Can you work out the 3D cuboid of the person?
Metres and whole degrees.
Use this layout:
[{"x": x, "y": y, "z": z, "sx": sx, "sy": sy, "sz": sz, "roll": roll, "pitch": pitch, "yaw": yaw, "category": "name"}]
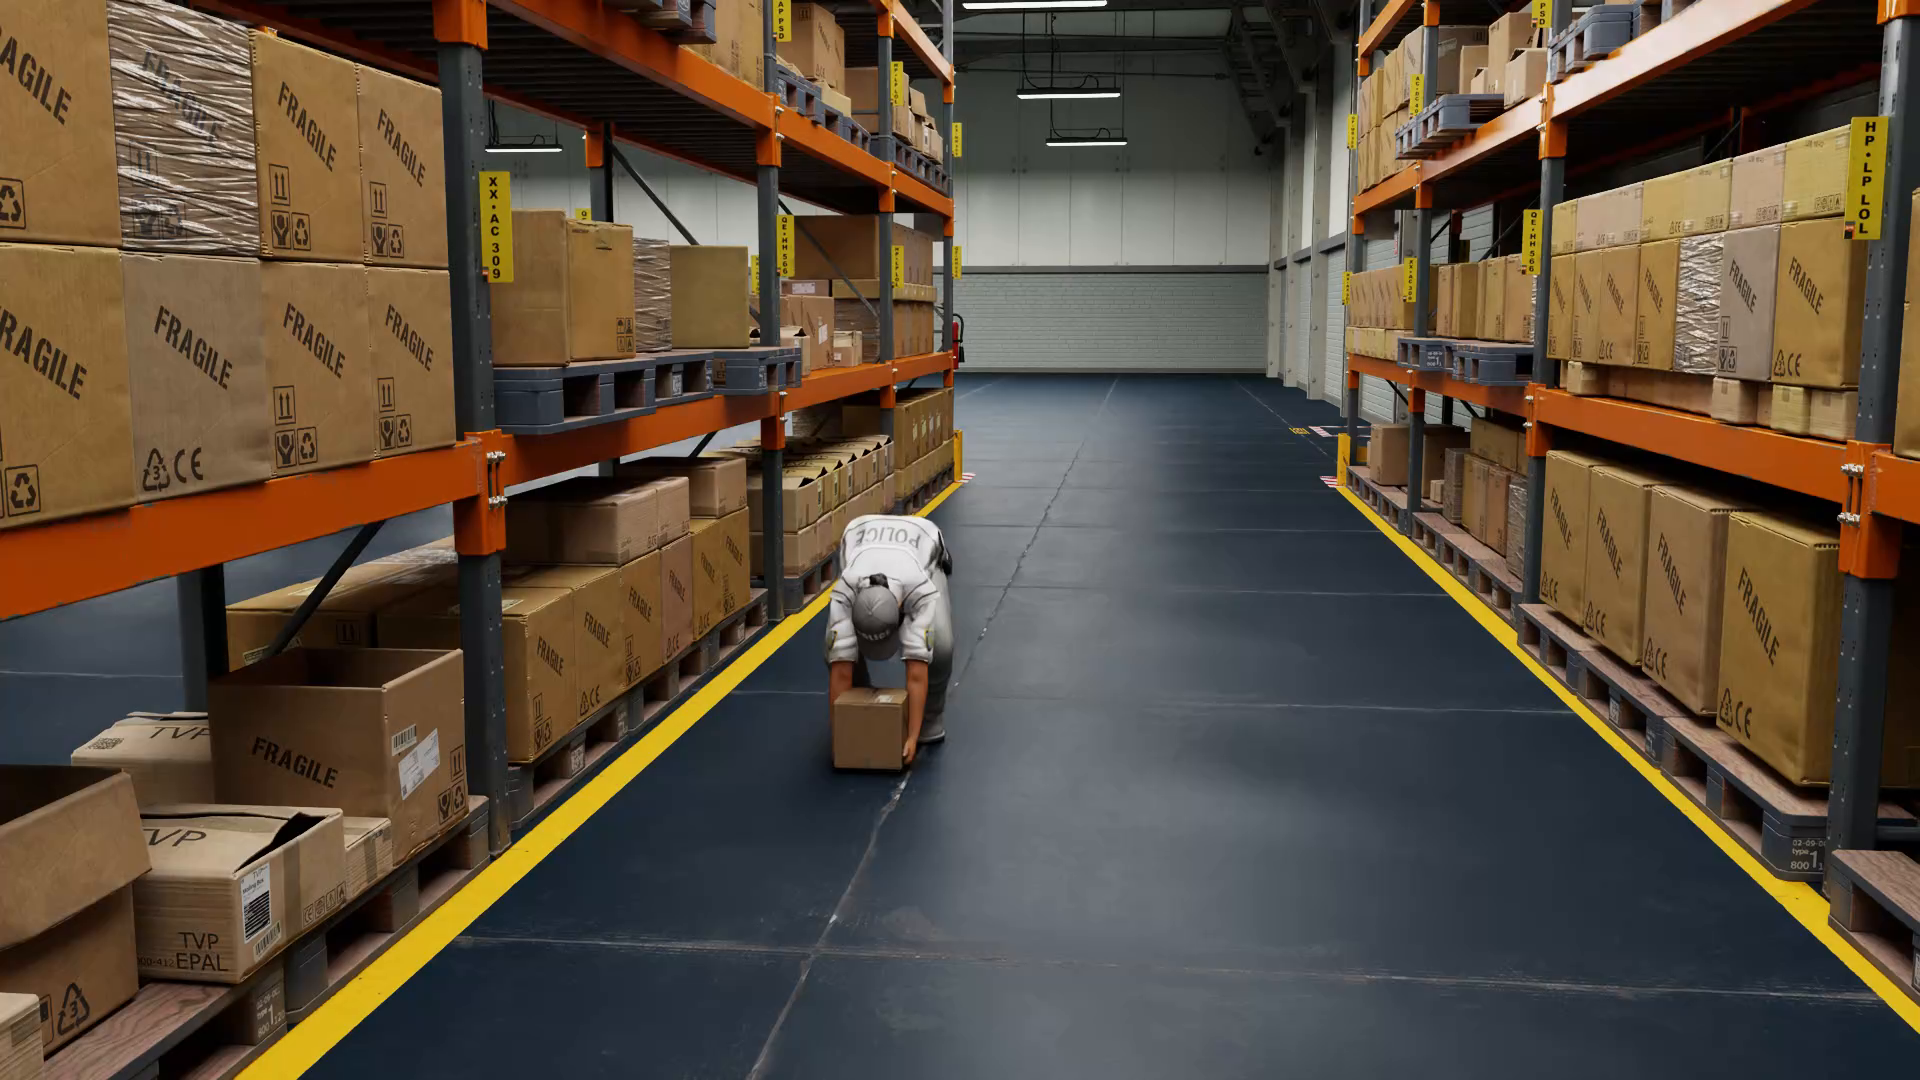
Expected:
[{"x": -0.279, "y": 0.369, "z": 6.479, "sx": 0.519, "sy": 0.886, "sz": 0.936, "roll": 1, "pitch": 8, "yaw": 5, "category": "person"}]
